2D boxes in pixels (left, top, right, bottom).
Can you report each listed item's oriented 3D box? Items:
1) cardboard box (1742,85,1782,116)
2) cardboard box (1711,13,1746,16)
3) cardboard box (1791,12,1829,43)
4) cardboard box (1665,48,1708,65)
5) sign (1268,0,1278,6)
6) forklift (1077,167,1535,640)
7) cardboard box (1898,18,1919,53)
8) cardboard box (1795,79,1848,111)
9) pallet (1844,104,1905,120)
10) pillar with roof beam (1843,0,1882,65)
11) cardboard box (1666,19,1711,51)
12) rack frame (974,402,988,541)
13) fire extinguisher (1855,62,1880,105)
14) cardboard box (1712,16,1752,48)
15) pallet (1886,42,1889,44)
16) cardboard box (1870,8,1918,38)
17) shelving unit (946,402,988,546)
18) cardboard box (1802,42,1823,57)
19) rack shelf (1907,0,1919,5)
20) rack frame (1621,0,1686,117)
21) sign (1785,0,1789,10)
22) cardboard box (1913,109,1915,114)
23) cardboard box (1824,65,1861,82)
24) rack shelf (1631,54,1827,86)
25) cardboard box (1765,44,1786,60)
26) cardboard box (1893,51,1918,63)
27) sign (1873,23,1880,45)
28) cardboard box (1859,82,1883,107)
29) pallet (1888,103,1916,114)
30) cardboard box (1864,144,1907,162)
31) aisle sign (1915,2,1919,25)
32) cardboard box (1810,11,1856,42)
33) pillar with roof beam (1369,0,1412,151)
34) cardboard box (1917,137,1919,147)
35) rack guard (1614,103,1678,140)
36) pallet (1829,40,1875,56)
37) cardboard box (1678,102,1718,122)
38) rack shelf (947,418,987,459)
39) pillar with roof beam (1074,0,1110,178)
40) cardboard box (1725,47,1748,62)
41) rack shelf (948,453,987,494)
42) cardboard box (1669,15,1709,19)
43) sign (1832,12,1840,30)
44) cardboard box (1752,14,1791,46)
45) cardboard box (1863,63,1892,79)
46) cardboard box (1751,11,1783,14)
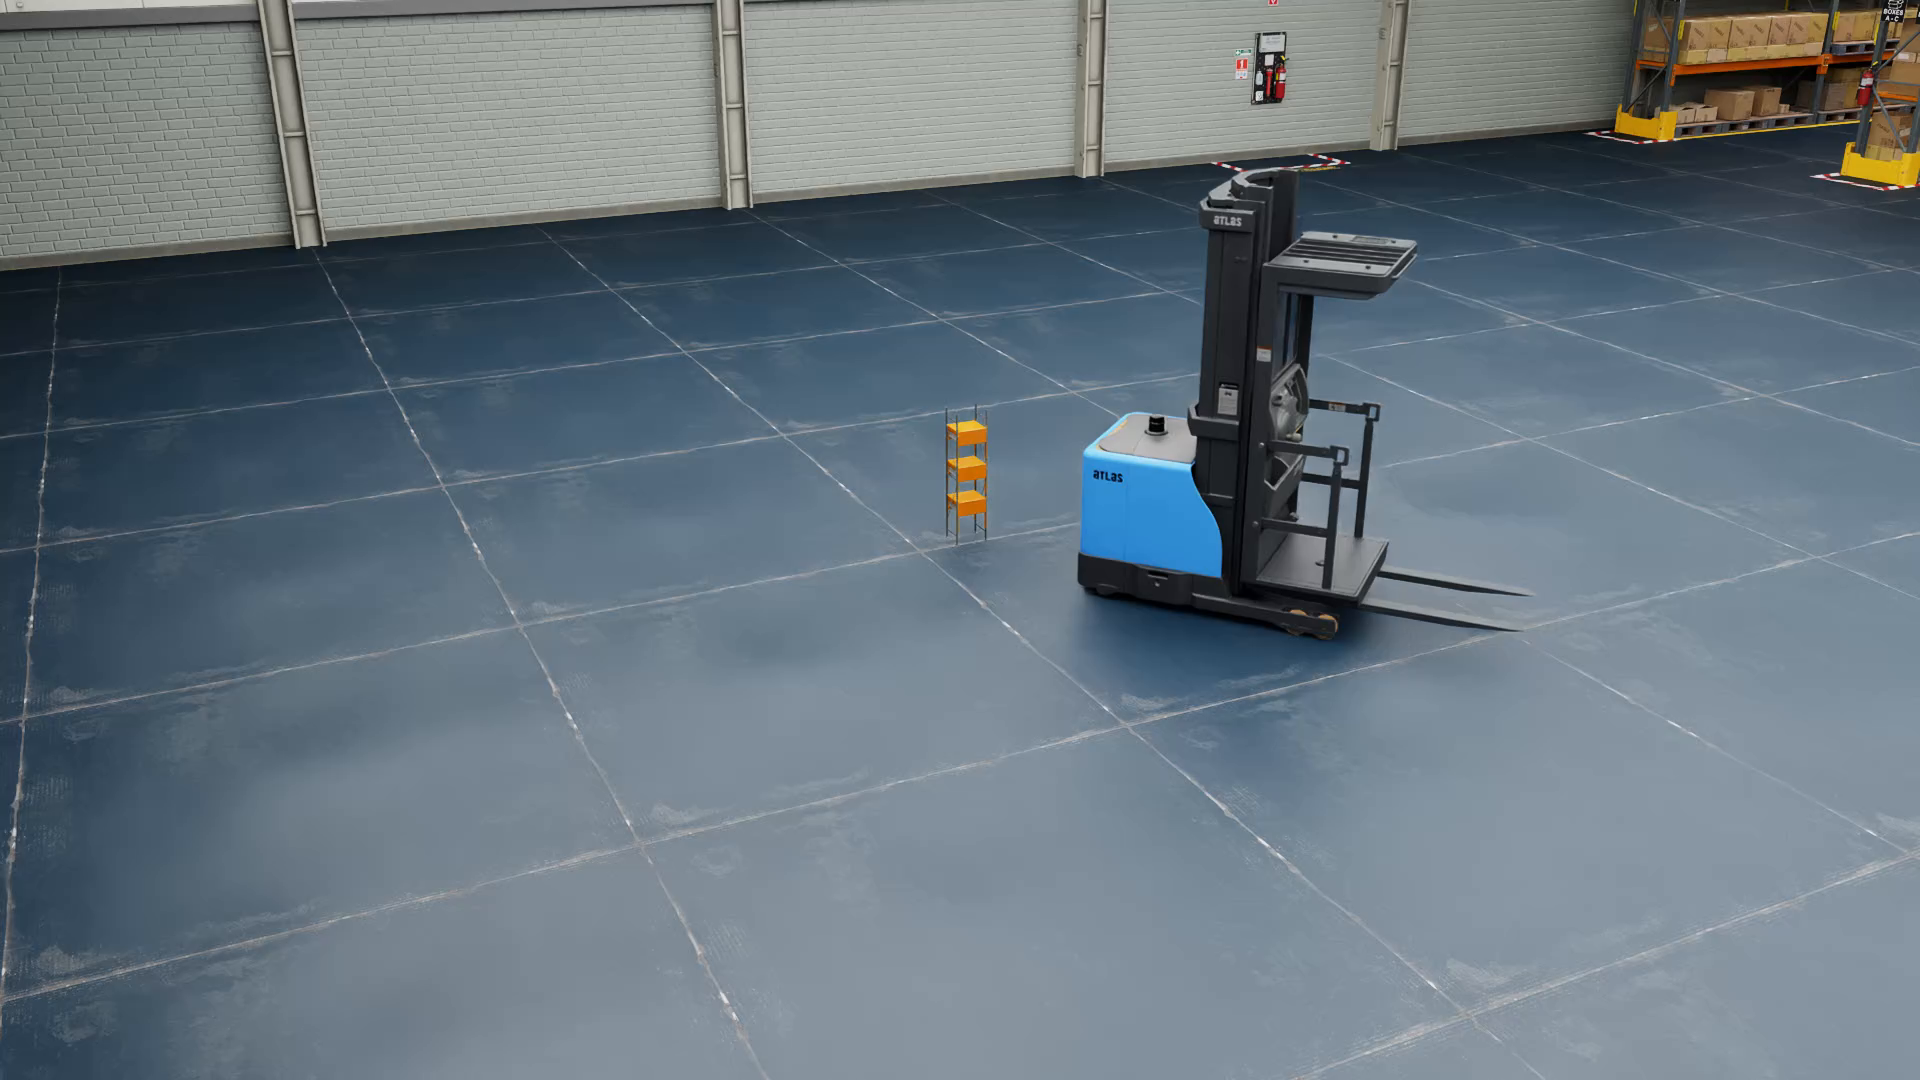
[{"bbox_3d":[15.341,-8.434,31.897,0.500,0.500,0.500,-12,26,-28],"label":"cardboard box"},{"bbox_3d":[14.363,-9.597,31.203,0.500,0.500,0.500,-10,25,-23],"label":"cardboard box"},{"bbox_3d":[15.967,-9.673,31.387,0.500,0.500,0.500,-10,25,-24],"label":"cardboard box"},{"bbox_3d":[13.232,-8.820,30.305,0.500,0.250,0.500,-11,25,-25],"label":"cardboard box"},{"bbox_3d":[5.210,-9.035,27.623,0.199,0.298,0.001,-10,25,-24],"label":"sign"},{"bbox_3d":[2.396,-0.917,11.132,3.031,2.935,1.130,10,24,23],"label":"forklift"},{"bbox_3d":[15.280,-7.929,26.157,0.500,0.500,0.700,-10,25,-23],"label":"cardboard box"},{"bbox_3d":[16.915,-8.748,32.655,0.500,0.500,0.700,-10,24,-22],"label":"cardboard box"},{"bbox_3d":[18.061,-8.617,33.291,1.213,0.211,1.003,-10,25,-24],"label":"pallet"},{"bbox_3d":[20.184,-11.606,29.023,0.400,9.000,9.100,-10,25,-24],"label":"pillar with roof beam"},{"bbox_3d":[13.215,-9.171,30.172,0.500,0.500,0.500,-10,25,-24],"label":"cardboard box"},{"bbox_3d":[0.158,-0.514,12.620,0.008,1.050,0.200,-10,25,-24],"label":"rack frame"},{"bbox_3d":[14.498,-7.307,26.581,0.183,0.674,0.296,-10,25,-24],"label":"fire extinguisher"},{"bbox_3d":[14.133,-9.333,30.563,0.500,0.500,0.500,-11,25,-25],"label":"cardboard box"},{"bbox_3d":[19.267,-9.992,33.217,1.003,0.211,1.213,-10,25,-24],"label":"pallet"},{"bbox_3d":[18.331,-10.189,32.737,0.500,0.500,0.700,-10,25,-24],"label":"cardboard box"},{"bbox_3d":[0.048,-0.494,12.571,0.252,1.050,0.215,-10,25,-24],"label":"shelving unit"},{"bbox_3d":[15.964,-9.329,31.535,0.500,0.250,0.500,-10,25,-23],"label":"cardboard box"},{"bbox_3d":[16.609,-8.587,26.592,4.000,0.370,1.077,-10,25,-24],"label":"rack shelf"},{"bbox_3d":[12.655,-8.908,30.349,0.127,3.000,1.000,-10,25,-24],"label":"rack frame"},{"bbox_3d":[16.015,-10.298,32.191,0.005,0.325,0.100,-10,25,-24],"label":"sign"},{"bbox_3d":[16.055,-6.834,27.404,0.500,0.500,0.500,-10,25,-24],"label":"cardboard box"},{"bbox_3d":[17.310,-9.169,32.691,0.500,0.250,0.500,-11,25,-25],"label":"cardboard box"},{"bbox_3d":[14.457,-8.908,31.288,4.000,0.370,1.077,-10,25,-24],"label":"rack shelf"},{"bbox_3d":[15.065,-9.160,31.128,0.500,0.250,0.500,-11,25,-24],"label":"cardboard box"},{"bbox_3d":[15.068,-7.677,26.395,0.250,0.149,0.380,-11,25,-25],"label":"cardboard box"},{"bbox_3d":[14.584,-8.036,26.417,0.005,0.325,0.100,-10,25,-24],"label":"sign"},{"bbox_3d":[17.836,-8.922,33.075,0.500,0.500,0.700,-10,25,-23],"label":"cardboard box"},{"bbox_3d":[19.158,-8.818,33.776,1.213,0.211,1.003,-10,25,-24],"label":"pallet"},{"bbox_3d":[15.162,-6.316,27.133,0.500,0.250,0.500,-10,25,-24],"label":"cardboard box"},{"bbox_3d":[14.880,-8.287,25.448,0.004,0.787,0.394,-10,25,-24],"label":"aisle sign"},{"bbox_3d":[16.732,-9.894,32.024,0.500,0.500,0.700,-10,25,-23],"label":"cardboard box"},{"bbox_3d":[9.371,-9.616,24.214,0.400,9.000,9.100,-10,25,-24],"label":"pillar with roof beam"},{"bbox_3d":[15.836,-6.568,26.760,0.500,0.500,0.500,-10,25,-24],"label":"cardboard box"},{"bbox_3d":[12.723,-7.766,30.858,0.348,0.500,1.175,-10,25,-24],"label":"rack guard"},{"bbox_3d":[17.011,-9.560,32.174,1.213,0.211,1.003,-10,25,-24],"label":"pallet"},{"bbox_3d":[13.831,-8.048,31.210,0.500,0.311,0.500,-8,24,-19],"label":"cardboard box"},{"bbox_3d":[0.048,-0.746,12.466,0.240,0.259,0.215,-10,25,-24],"label":"rack shelf"},{"bbox_3d":[3.965,-8.620,21.810,0.400,9.000,9.100,-10,25,-24],"label":"pillar with roof beam"},{"bbox_3d":[14.155,-8.993,30.724,0.500,0.250,0.500,-11,25,-24],"label":"cardboard box"},{"bbox_3d":[0.048,-0.484,12.575,0.240,0.259,0.215,-10,25,-24],"label":"rack shelf"},{"bbox_3d":[13.445,-9.426,30.790,0.500,0.500,0.500,-10,25,-23],"label":"cardboard box"},{"bbox_3d":[16.501,-9.786,31.338,0.005,0.325,0.100,-10,25,-24],"label":"sign"},{"bbox_3d":[15.061,-9.509,30.989,0.500,0.500,0.500,-11,25,-25],"label":"cardboard box"},{"bbox_3d":[18.235,-9.333,33.087,0.500,0.250,0.500,-11,25,-24],"label":"cardboard box"},{"bbox_3d":[15.277,-9.768,31.615,0.500,0.500,0.500,-11,25,-24],"label":"cardboard box"}]
